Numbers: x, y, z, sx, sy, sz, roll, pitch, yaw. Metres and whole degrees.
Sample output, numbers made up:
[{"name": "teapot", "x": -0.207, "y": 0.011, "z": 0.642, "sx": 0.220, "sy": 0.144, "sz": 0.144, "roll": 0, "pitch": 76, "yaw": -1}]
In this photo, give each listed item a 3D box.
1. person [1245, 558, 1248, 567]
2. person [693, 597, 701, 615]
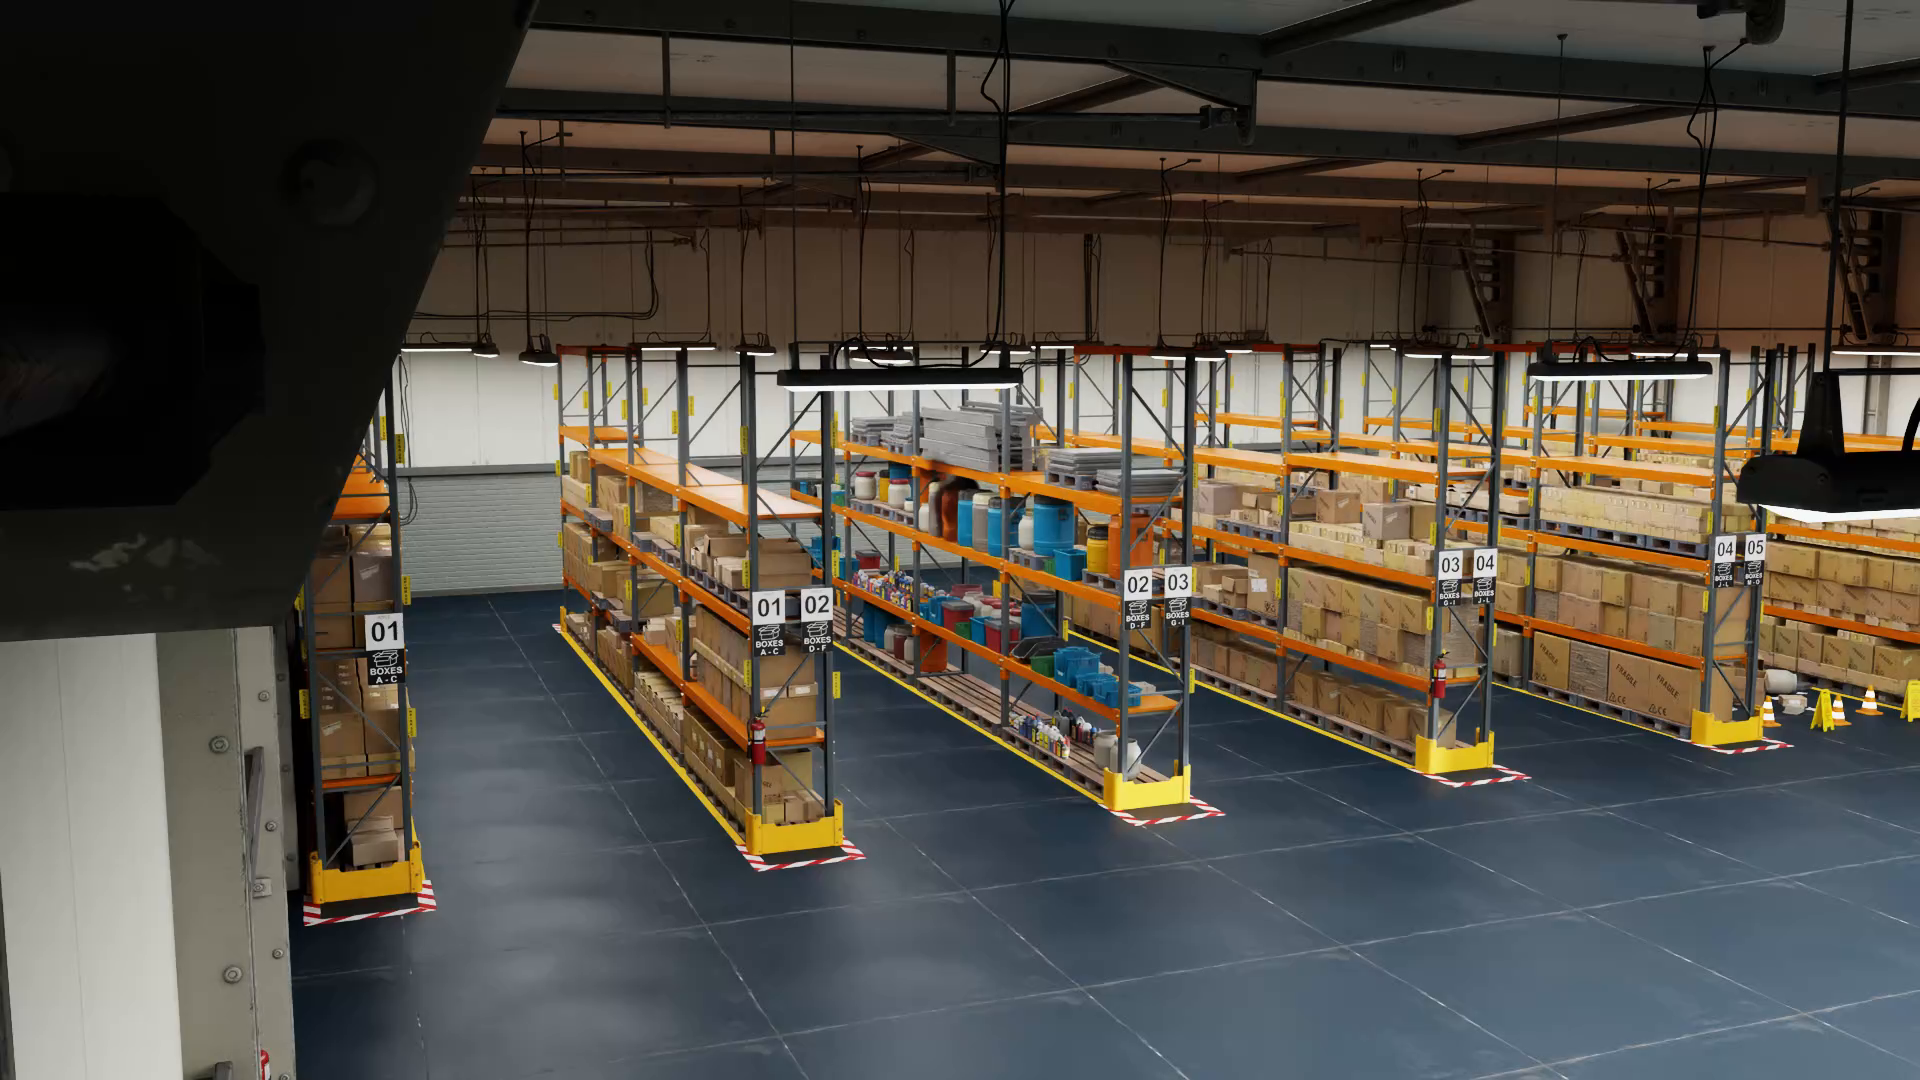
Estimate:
[{"name": "person", "x": 7.520, "y": 0.128, "z": 42.079, "sx": 1.053, "sy": 1.747, "sz": 0.667, "roll": -3, "pitch": 8, "yaw": -22}, {"name": "person", "x": -5.353, "y": 1.296, "z": 33.297, "sx": 0.442, "sy": 1.624, "sz": 1.004, "roll": -2, "pitch": 8, "yaw": -16}]
